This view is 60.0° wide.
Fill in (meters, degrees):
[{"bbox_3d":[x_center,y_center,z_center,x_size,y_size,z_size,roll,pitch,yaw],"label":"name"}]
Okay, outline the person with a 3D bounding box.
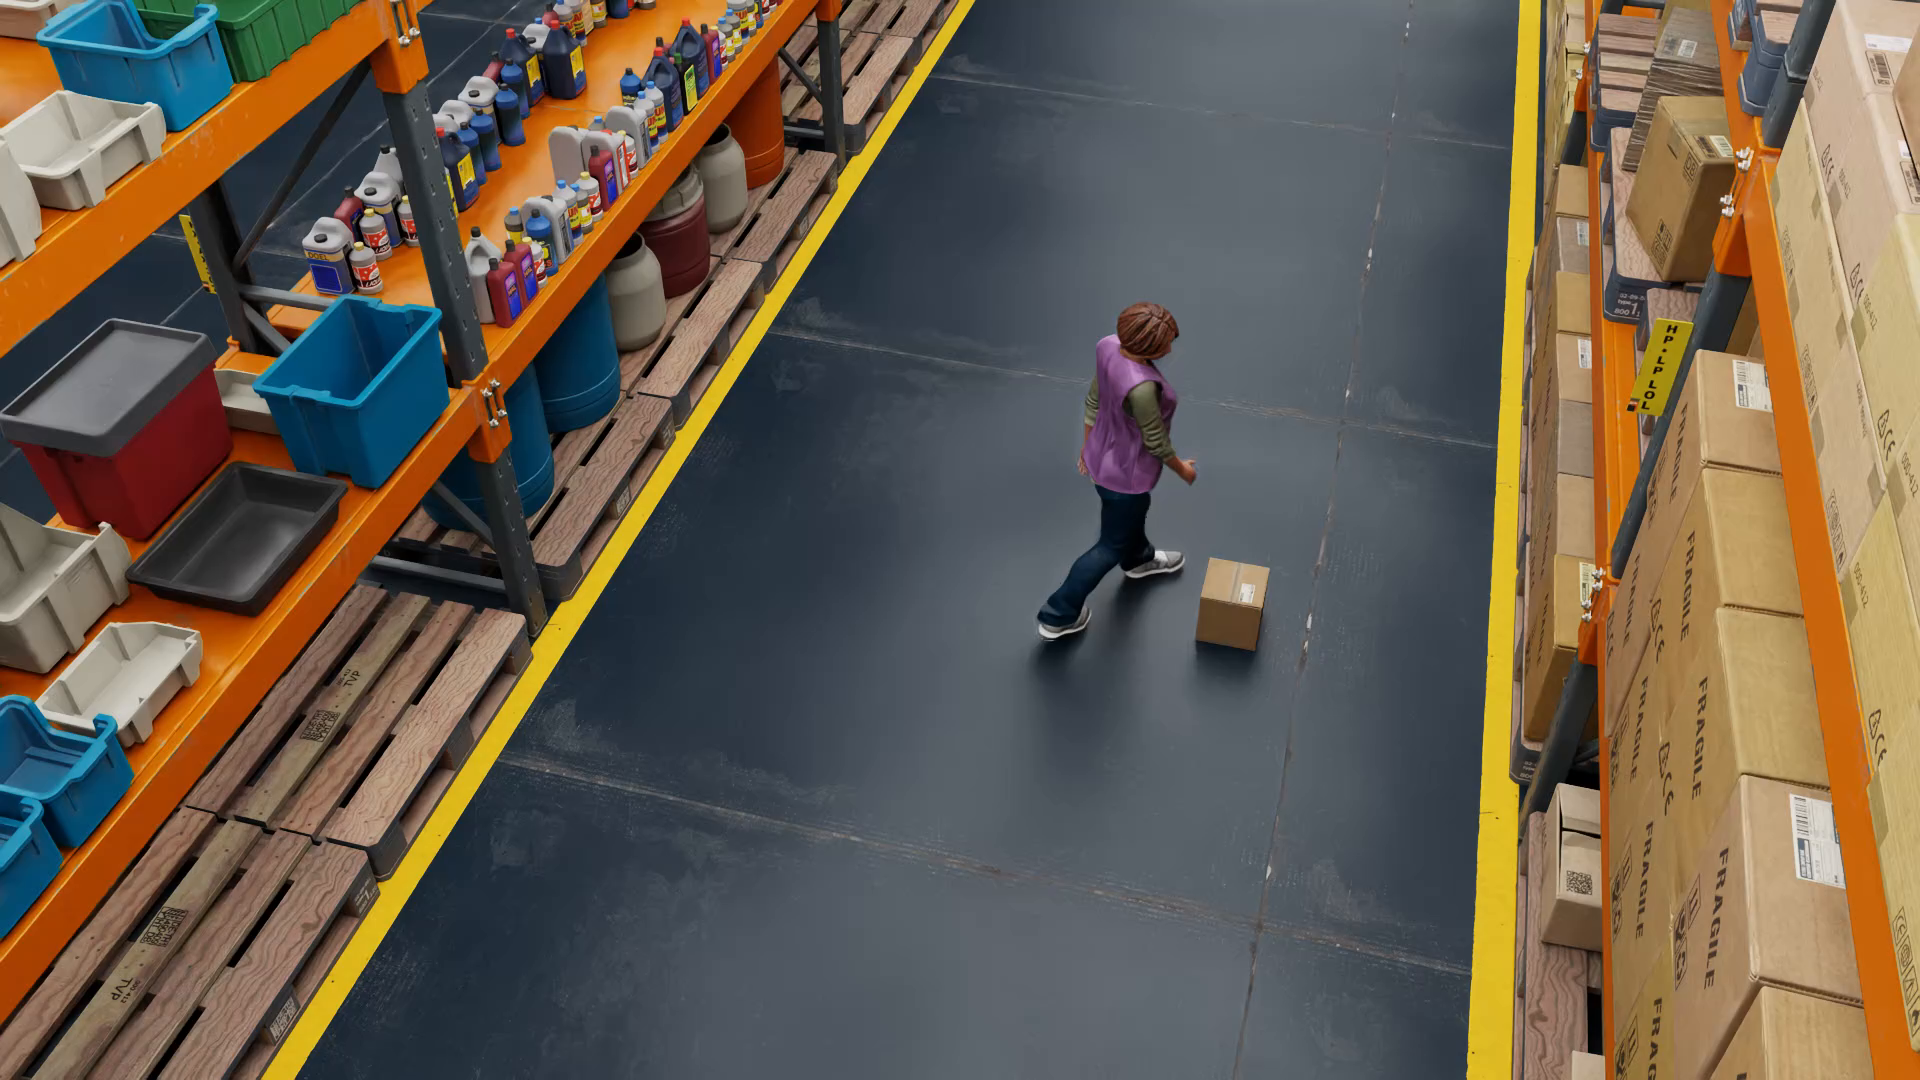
[{"bbox_3d":[0.648,-0.302,6.521,0.750,1.543,0.462,-9,42,-10],"label":"person"}]
